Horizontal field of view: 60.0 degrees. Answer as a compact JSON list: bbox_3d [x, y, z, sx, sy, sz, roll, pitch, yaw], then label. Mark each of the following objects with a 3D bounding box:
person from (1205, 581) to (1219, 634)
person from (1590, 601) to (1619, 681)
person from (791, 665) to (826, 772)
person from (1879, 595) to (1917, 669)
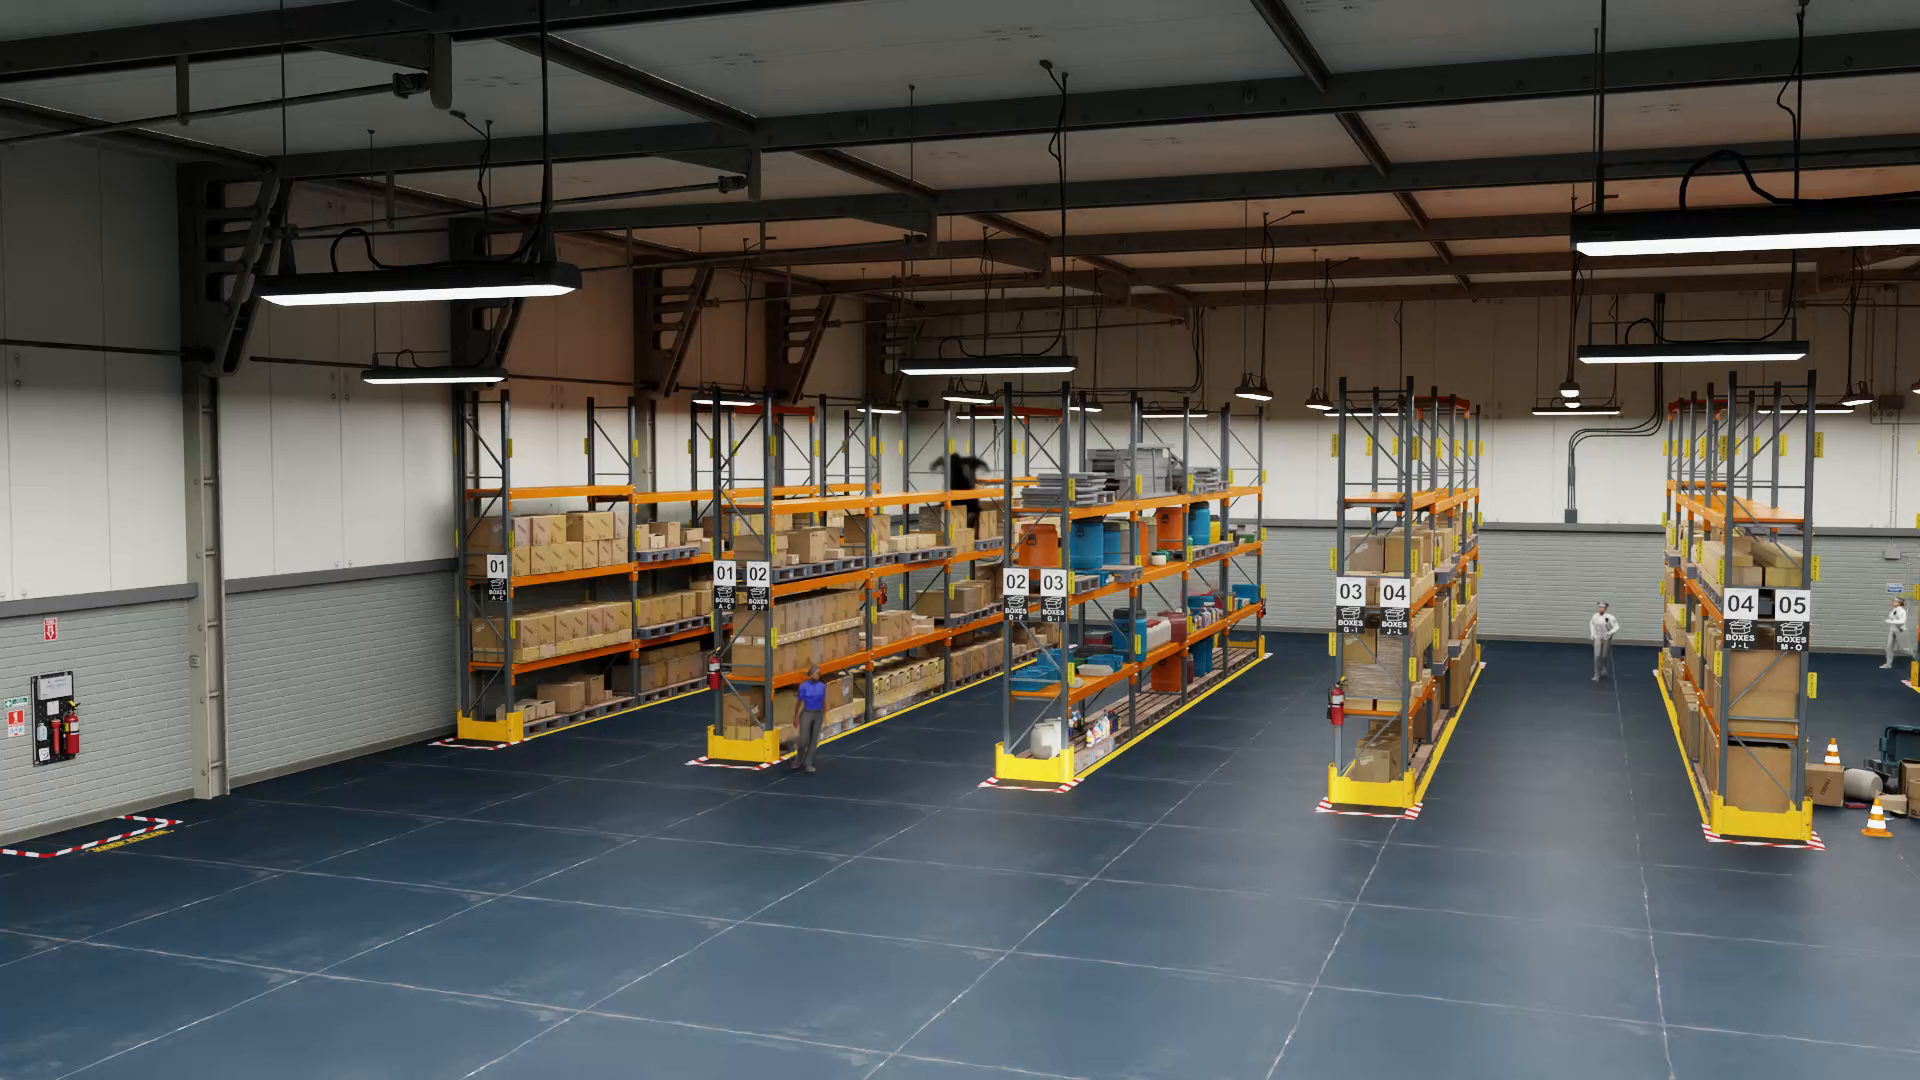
[{"bbox_3d":[6.333,1.860,41.455,0.978,1.692,0.670,2,4,35],"label":"person"},{"bbox_3d":[13.948,2.183,36.041,0.608,1.729,0.786,2,4,29],"label":"person"},{"bbox_3d":[-2.342,2.751,25.702,0.548,1.647,0.419,-2,4,-31],"label":"person"},{"bbox_3d":[21.222,2.080,37.542,0.872,1.673,0.615,0,3,5],"label":"person"}]
